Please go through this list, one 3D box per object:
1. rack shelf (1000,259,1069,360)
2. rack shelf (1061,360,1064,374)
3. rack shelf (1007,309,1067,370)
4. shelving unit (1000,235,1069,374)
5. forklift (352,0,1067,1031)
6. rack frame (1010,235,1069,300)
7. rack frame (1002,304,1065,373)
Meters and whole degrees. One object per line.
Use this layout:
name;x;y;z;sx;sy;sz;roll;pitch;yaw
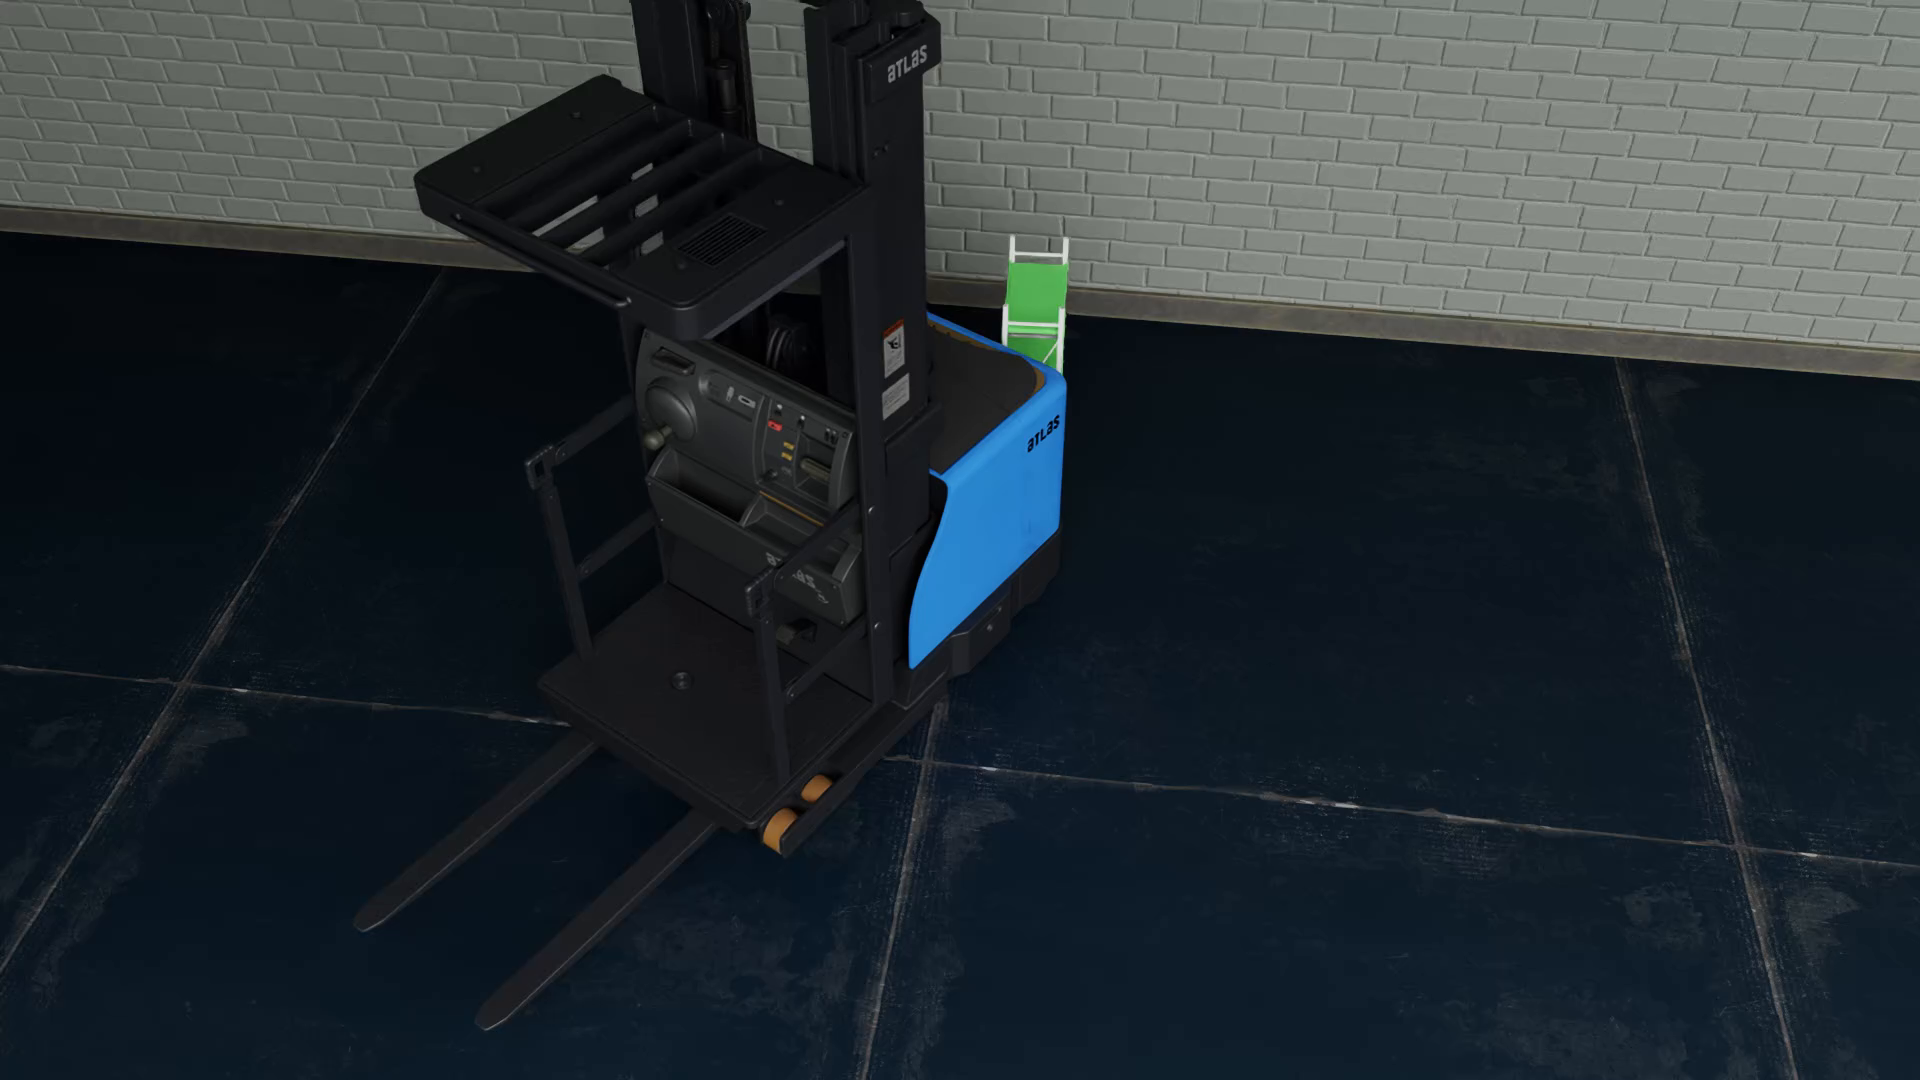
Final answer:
rack shelf;0.306;-0.941;6.766;0.258;0.148;0.480;3;44;3
rack shelf;0.306;-0.593;7.096;0.258;0.148;0.480;3;44;3
rack shelf;0.306;-0.767;6.931;0.258;0.148;0.480;3;44;3
shelving unit;0.306;-0.639;7.052;0.258;1.200;0.503;3;44;3
forklift;-0.861;-0.312;5.447;1.130;2.935;3.031;27;50;26
rack frame;0.326;-0.806;7.229;0.240;1.200;0.015;3;44;3
rack frame;0.287;-0.472;6.876;0.240;1.200;0.015;3;44;3
